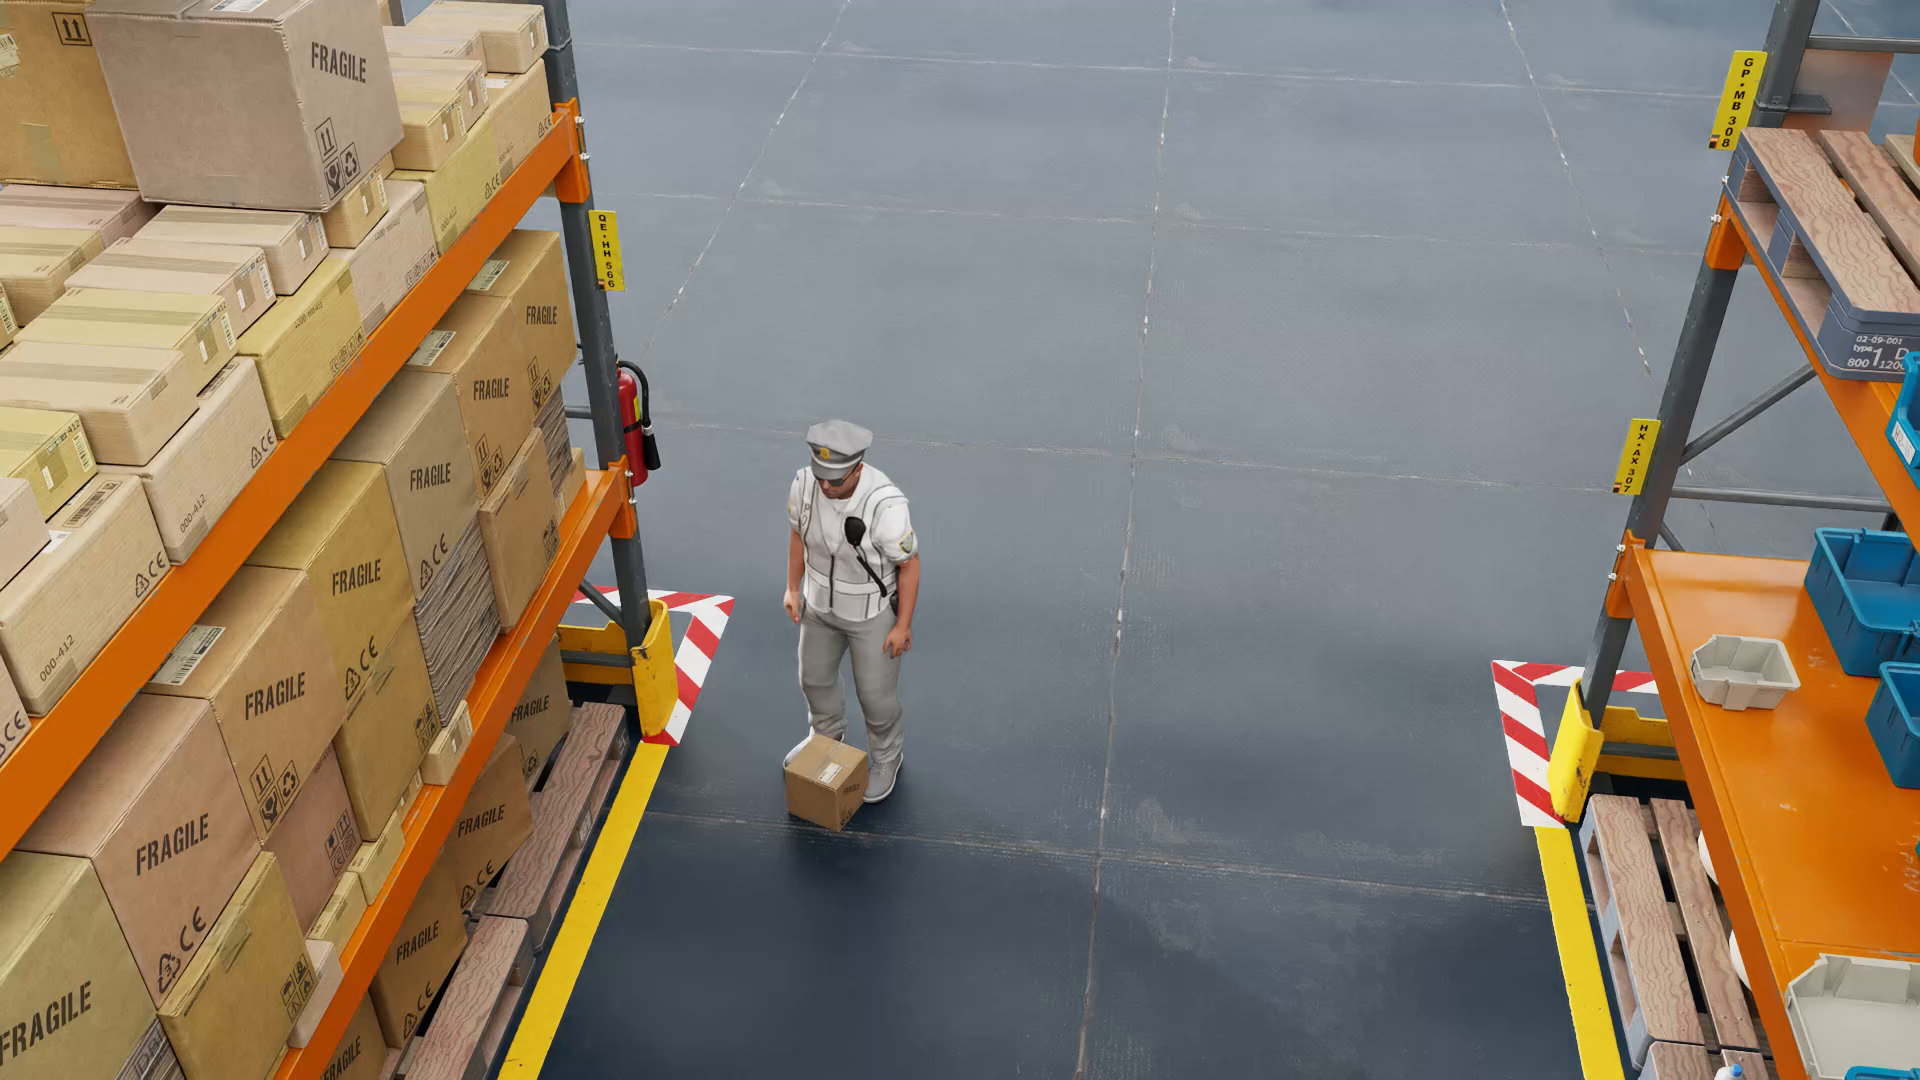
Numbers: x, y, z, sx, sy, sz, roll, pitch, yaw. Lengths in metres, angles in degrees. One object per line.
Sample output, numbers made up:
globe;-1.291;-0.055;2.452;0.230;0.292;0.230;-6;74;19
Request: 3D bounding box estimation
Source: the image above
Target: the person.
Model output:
person;-0.432;0.255;6.682;0.583;1.747;0.437;17;39;22
